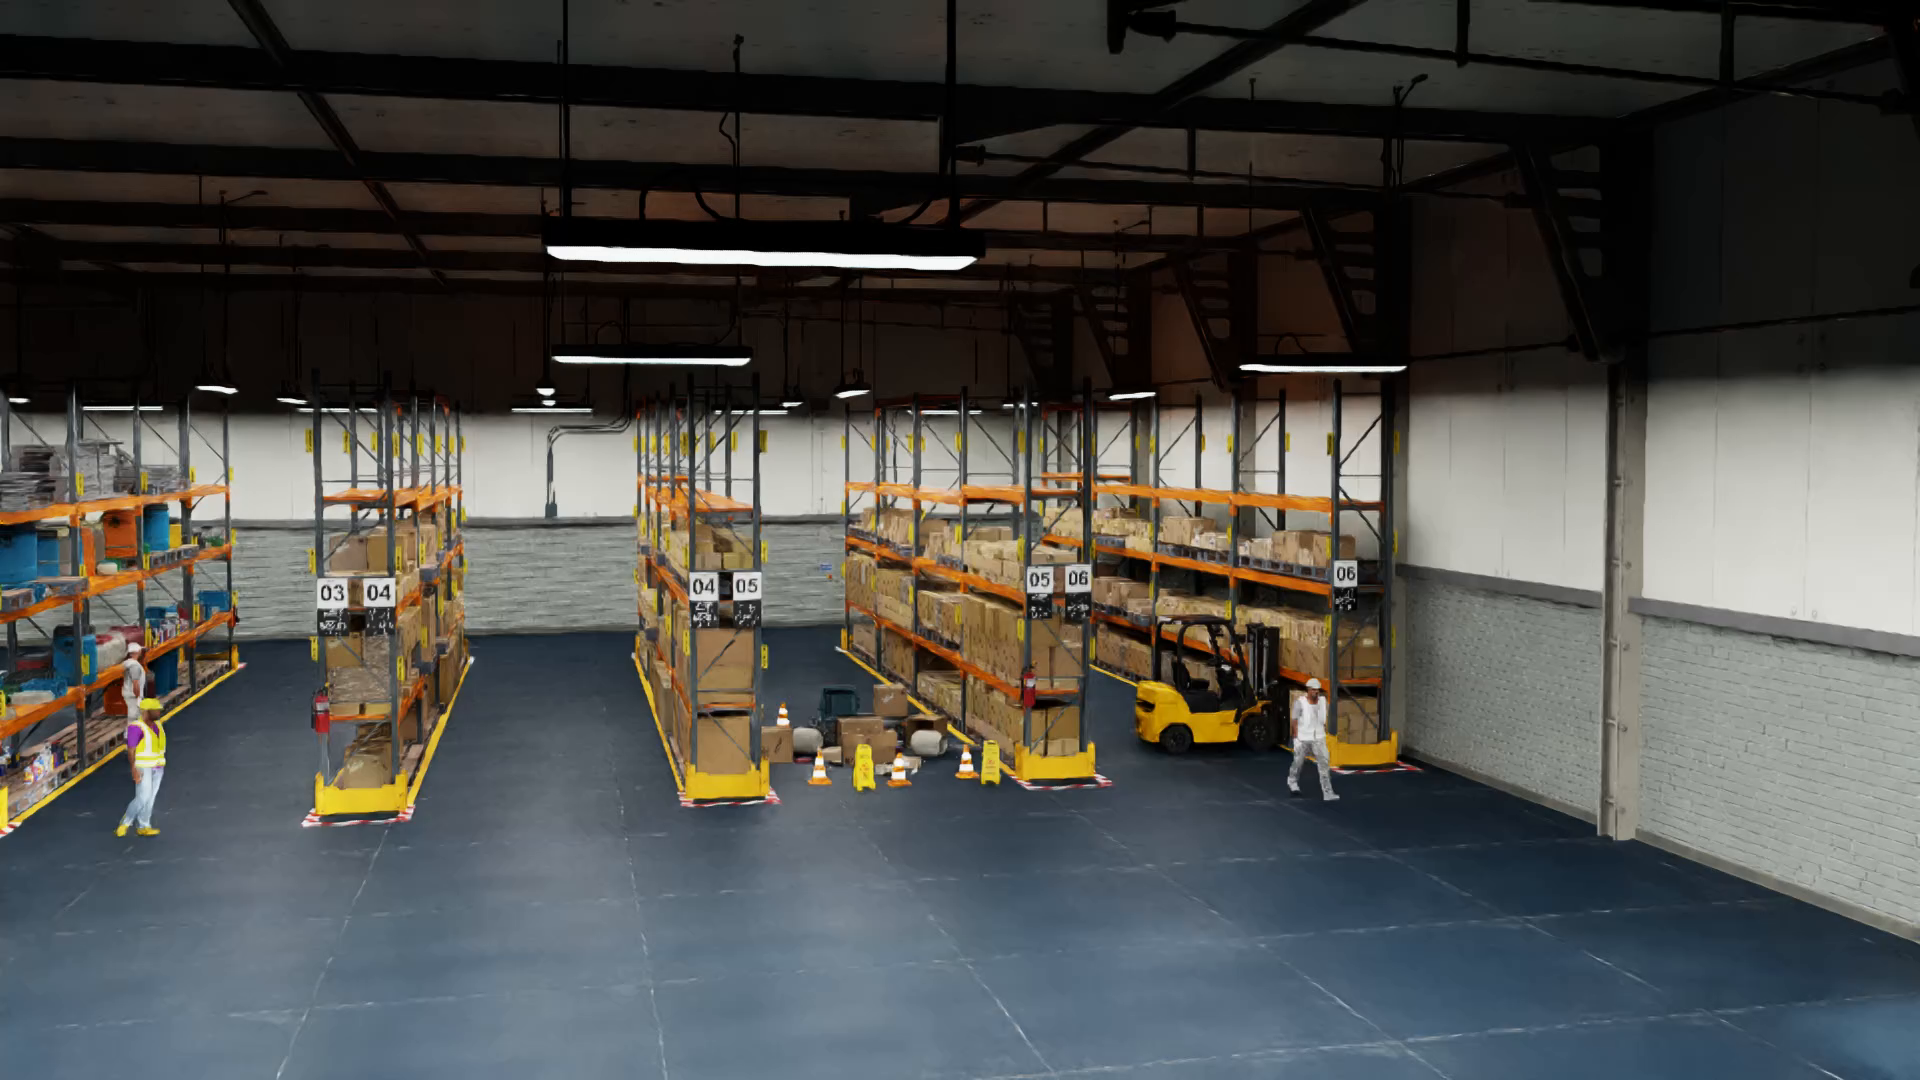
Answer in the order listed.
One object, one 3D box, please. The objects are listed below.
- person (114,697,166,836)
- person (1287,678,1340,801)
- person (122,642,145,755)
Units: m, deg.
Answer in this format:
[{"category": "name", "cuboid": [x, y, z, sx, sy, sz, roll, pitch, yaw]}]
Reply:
[{"category": "person", "cuboid": [-10.410, 2.886, 21.173, 0.432, 1.761, 0.720, 1, 3, 15]}, {"category": "person", "cuboid": [4.937, 2.777, 23.528, 0.566, 1.706, 0.944, -1, 3, -11]}, {"category": "person", "cuboid": [-13.260, 2.542, 26.814, 0.468, 1.788, 0.625, -2, 4, -35]}]
